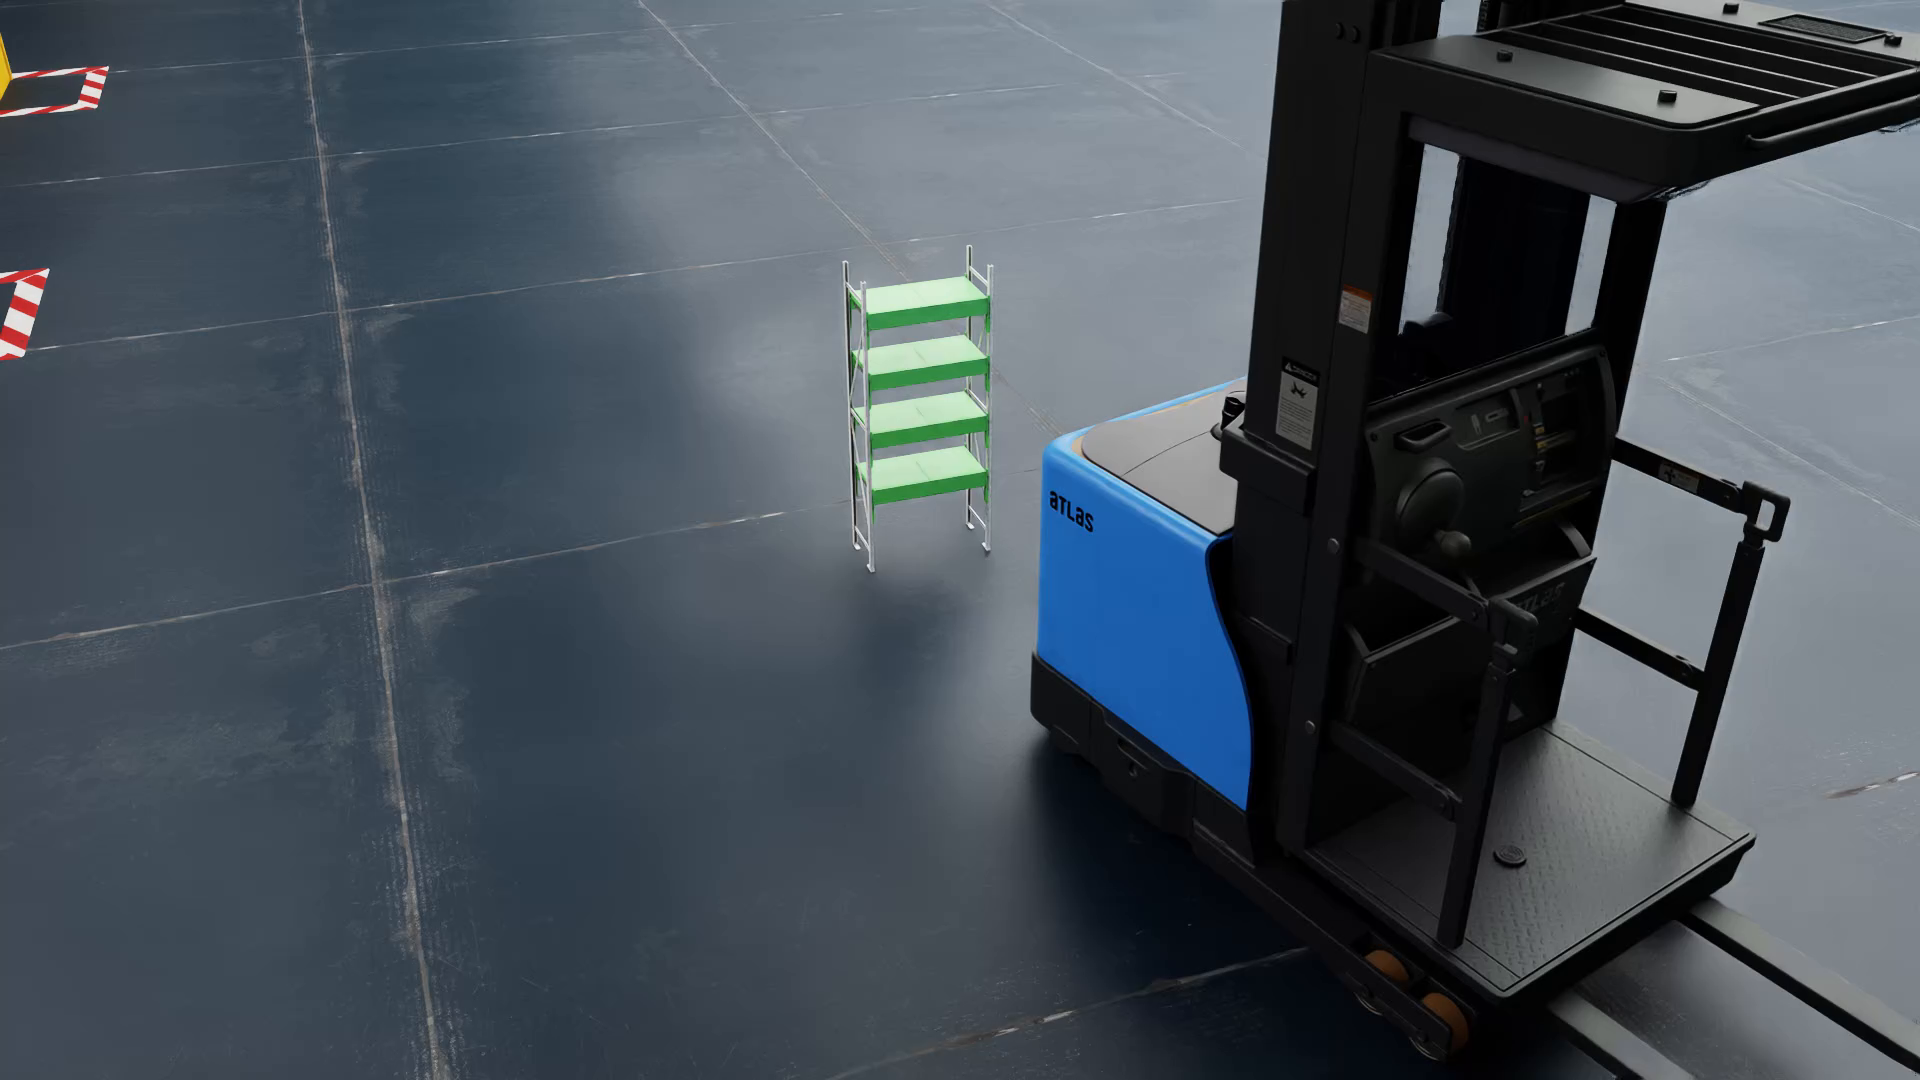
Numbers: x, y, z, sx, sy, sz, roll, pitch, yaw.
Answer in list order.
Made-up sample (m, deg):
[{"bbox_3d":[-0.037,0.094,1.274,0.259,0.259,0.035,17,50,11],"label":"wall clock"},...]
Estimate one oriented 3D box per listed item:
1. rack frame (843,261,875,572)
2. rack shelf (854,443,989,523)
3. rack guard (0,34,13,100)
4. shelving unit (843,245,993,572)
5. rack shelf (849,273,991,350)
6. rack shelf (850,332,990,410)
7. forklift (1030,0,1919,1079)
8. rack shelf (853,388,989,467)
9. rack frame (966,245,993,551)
[{"bbox_3d":[-0.384,-0.451,6.329,0.015,1.200,0.240,-10,31,-18],"label":"rack frame"},{"bbox_3d":[-0.155,-0.229,6.553,0.480,0.148,0.258,-10,31,-18],"label":"rack shelf"},{"bbox_3d":[-7.477,-3.599,12.563,0.348,0.500,1.175,-10,31,-18],"label":"rack guard"},{"bbox_3d":[-0.155,-0.493,6.403,0.503,1.200,0.258,-10,31,-18],"label":"shelving unit"},{"bbox_3d":[-0.155,-0.854,6.197,0.480,0.148,0.258,-10,31,-18],"label":"rack shelf"},{"bbox_3d":[-0.155,-0.646,6.316,0.480,0.148,0.258,-10,31,-18],"label":"rack shelf"},{"bbox_3d":[1.495,-0.187,4.118,1.130,2.935,3.031,-19,35,-30],"label":"forklift"},{"bbox_3d":[-0.155,-0.437,6.434,0.480,0.148,0.258,-10,31,-18],"label":"rack shelf"},{"bbox_3d":[0.074,-0.535,6.477,0.015,1.200,0.240,-10,31,-18],"label":"rack frame"}]
